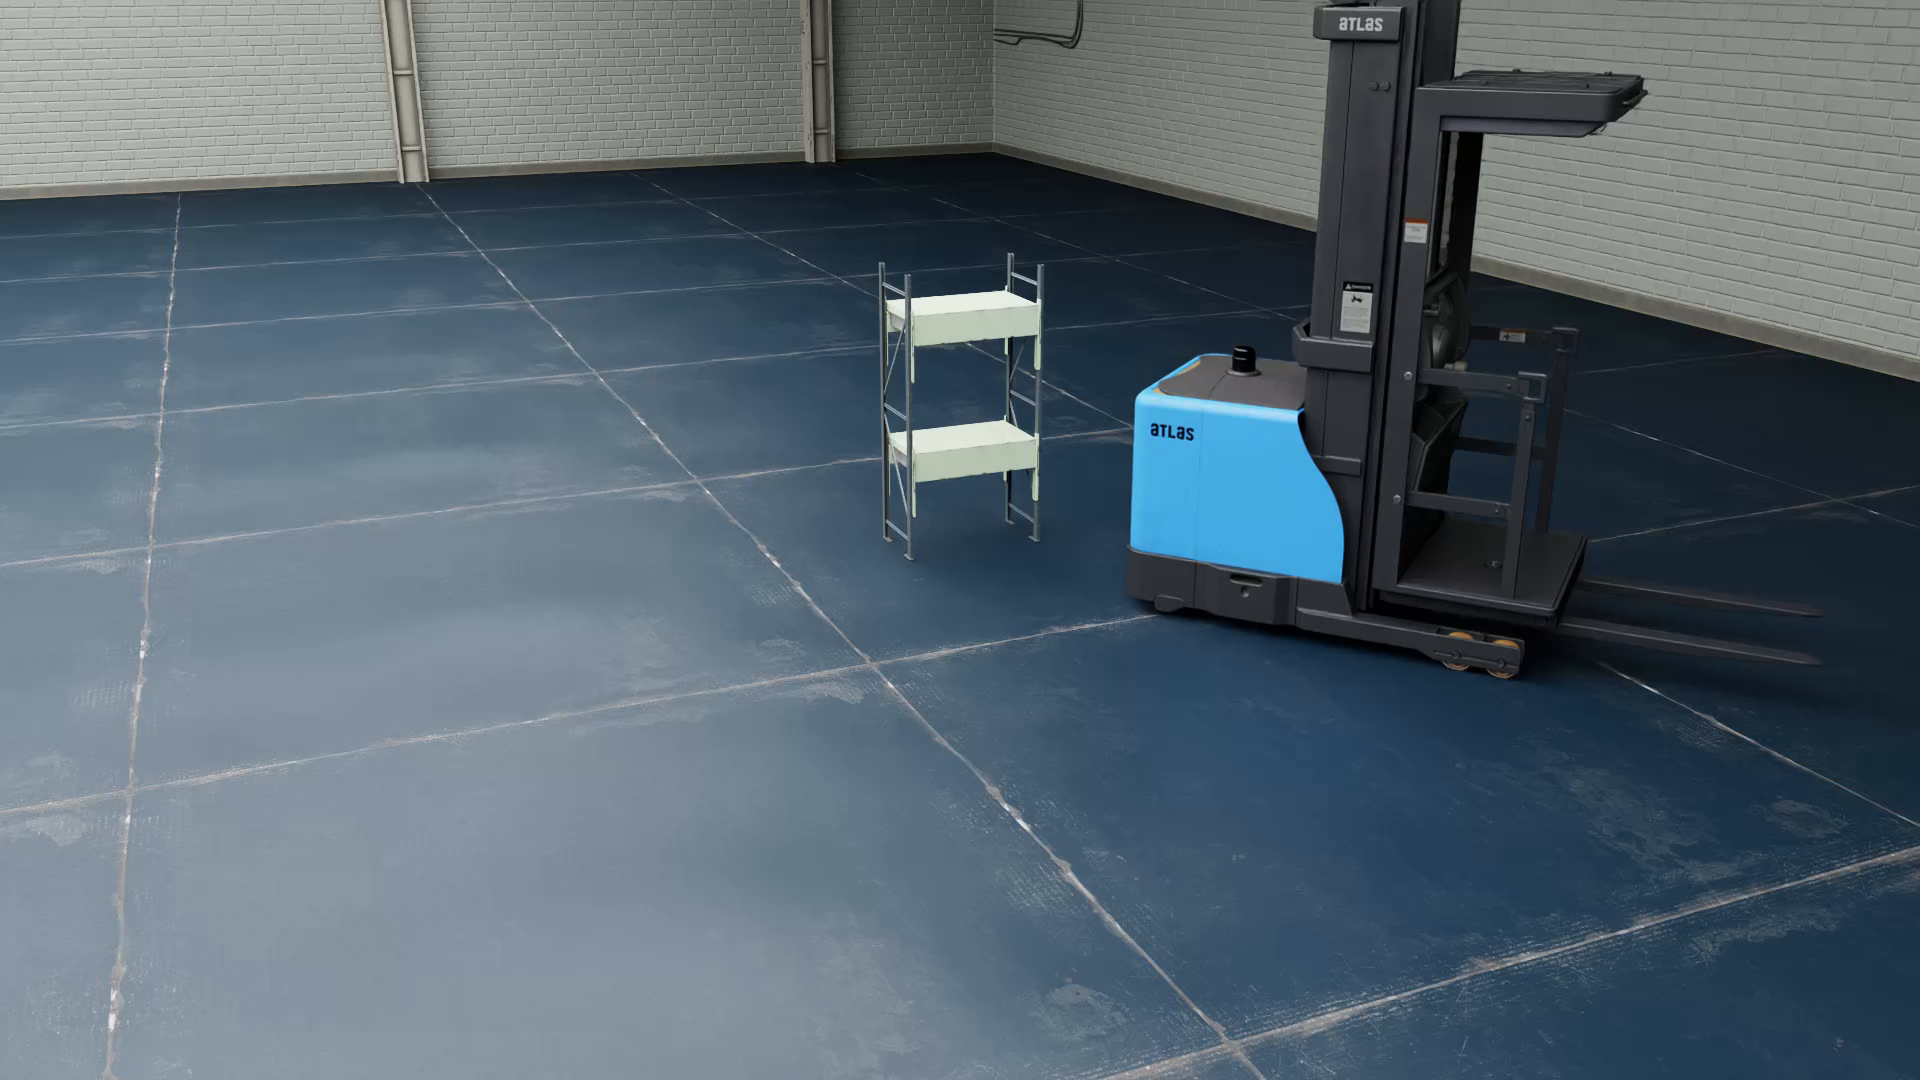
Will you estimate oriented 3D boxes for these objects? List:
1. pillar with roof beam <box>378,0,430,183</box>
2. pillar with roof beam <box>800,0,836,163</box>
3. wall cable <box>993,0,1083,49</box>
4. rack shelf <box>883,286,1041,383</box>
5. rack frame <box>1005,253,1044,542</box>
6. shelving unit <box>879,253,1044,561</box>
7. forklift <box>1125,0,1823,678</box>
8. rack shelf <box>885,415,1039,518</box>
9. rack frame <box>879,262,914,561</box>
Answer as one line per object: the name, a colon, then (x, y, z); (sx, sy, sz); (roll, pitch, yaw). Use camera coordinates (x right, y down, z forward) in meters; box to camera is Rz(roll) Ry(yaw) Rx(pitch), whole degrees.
pillar with roof beam: (-5.951, -7.962, 18.086); (0.400, 9.000, 9.100); (-8, 21, -22)
pillar with roof beam: (-0.442, -8.752, 20.328); (0.400, 9.000, 9.100); (-8, 21, -22)
wall cable: (1.082, -8.584, 24.528); (0.112, 2.526, 3.097); (-8, 21, -22)
rack shelf: (0.006, -1.076, 8.646); (0.720, 0.370, 0.431); (-8, 21, -22)
rack frame: (0.342, -0.756, 8.912); (0.023, 1.500, 0.400); (-8, 21, -22)
shelving unit: (0.006, -0.708, 8.775); (0.755, 1.500, 0.431); (-8, 21, -22)
forklift: (2.358, -0.977, 7.384); (3.031, 2.935, 1.130); (9, 21, 25)
rack shelf: (0.006, -0.401, 8.884); (0.720, 0.370, 0.431); (-8, 21, -22)
rack frame: (-0.330, -0.660, 8.639); (0.023, 1.500, 0.400); (-8, 21, -22)
